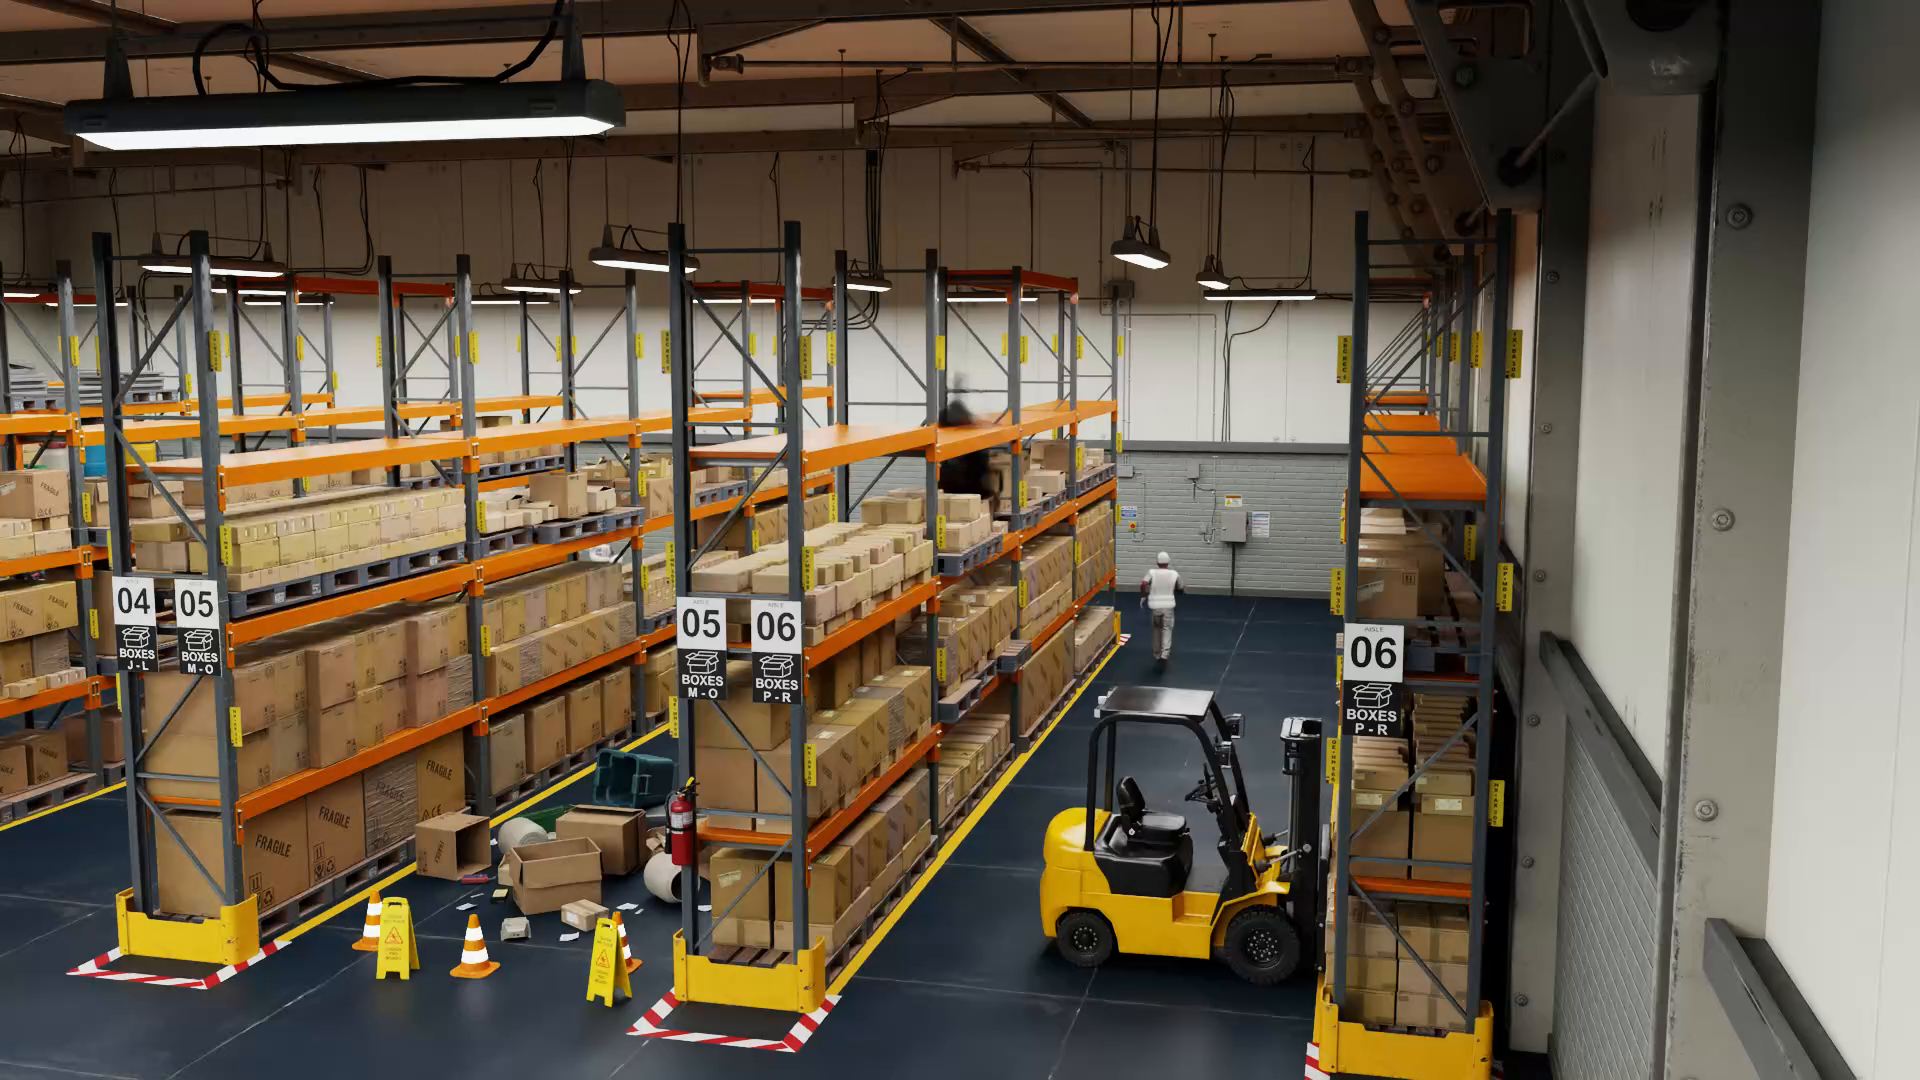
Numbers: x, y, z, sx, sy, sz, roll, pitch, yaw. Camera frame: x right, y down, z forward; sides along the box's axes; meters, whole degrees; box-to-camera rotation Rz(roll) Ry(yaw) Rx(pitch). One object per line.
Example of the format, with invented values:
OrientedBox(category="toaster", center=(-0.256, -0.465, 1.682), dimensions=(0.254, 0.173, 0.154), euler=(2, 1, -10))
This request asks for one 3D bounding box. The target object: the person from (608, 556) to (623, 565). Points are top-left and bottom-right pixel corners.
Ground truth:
OrientedBox(category="person", center=(-5.319, 1.125, 25.730), dimensions=(0.659, 1.774, 0.944), euler=(1, 7, 12))

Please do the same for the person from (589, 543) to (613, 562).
OrientedBox(category="person", center=(-6.781, 0.522, 31.456), dimensions=(0.638, 1.707, 0.613), euler=(5, 9, 38))

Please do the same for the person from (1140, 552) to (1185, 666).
OrientedBox(category="person", center=(3.165, 1.078, 26.026), dimensions=(0.679, 1.788, 0.976), euler=(1, 7, 9))
